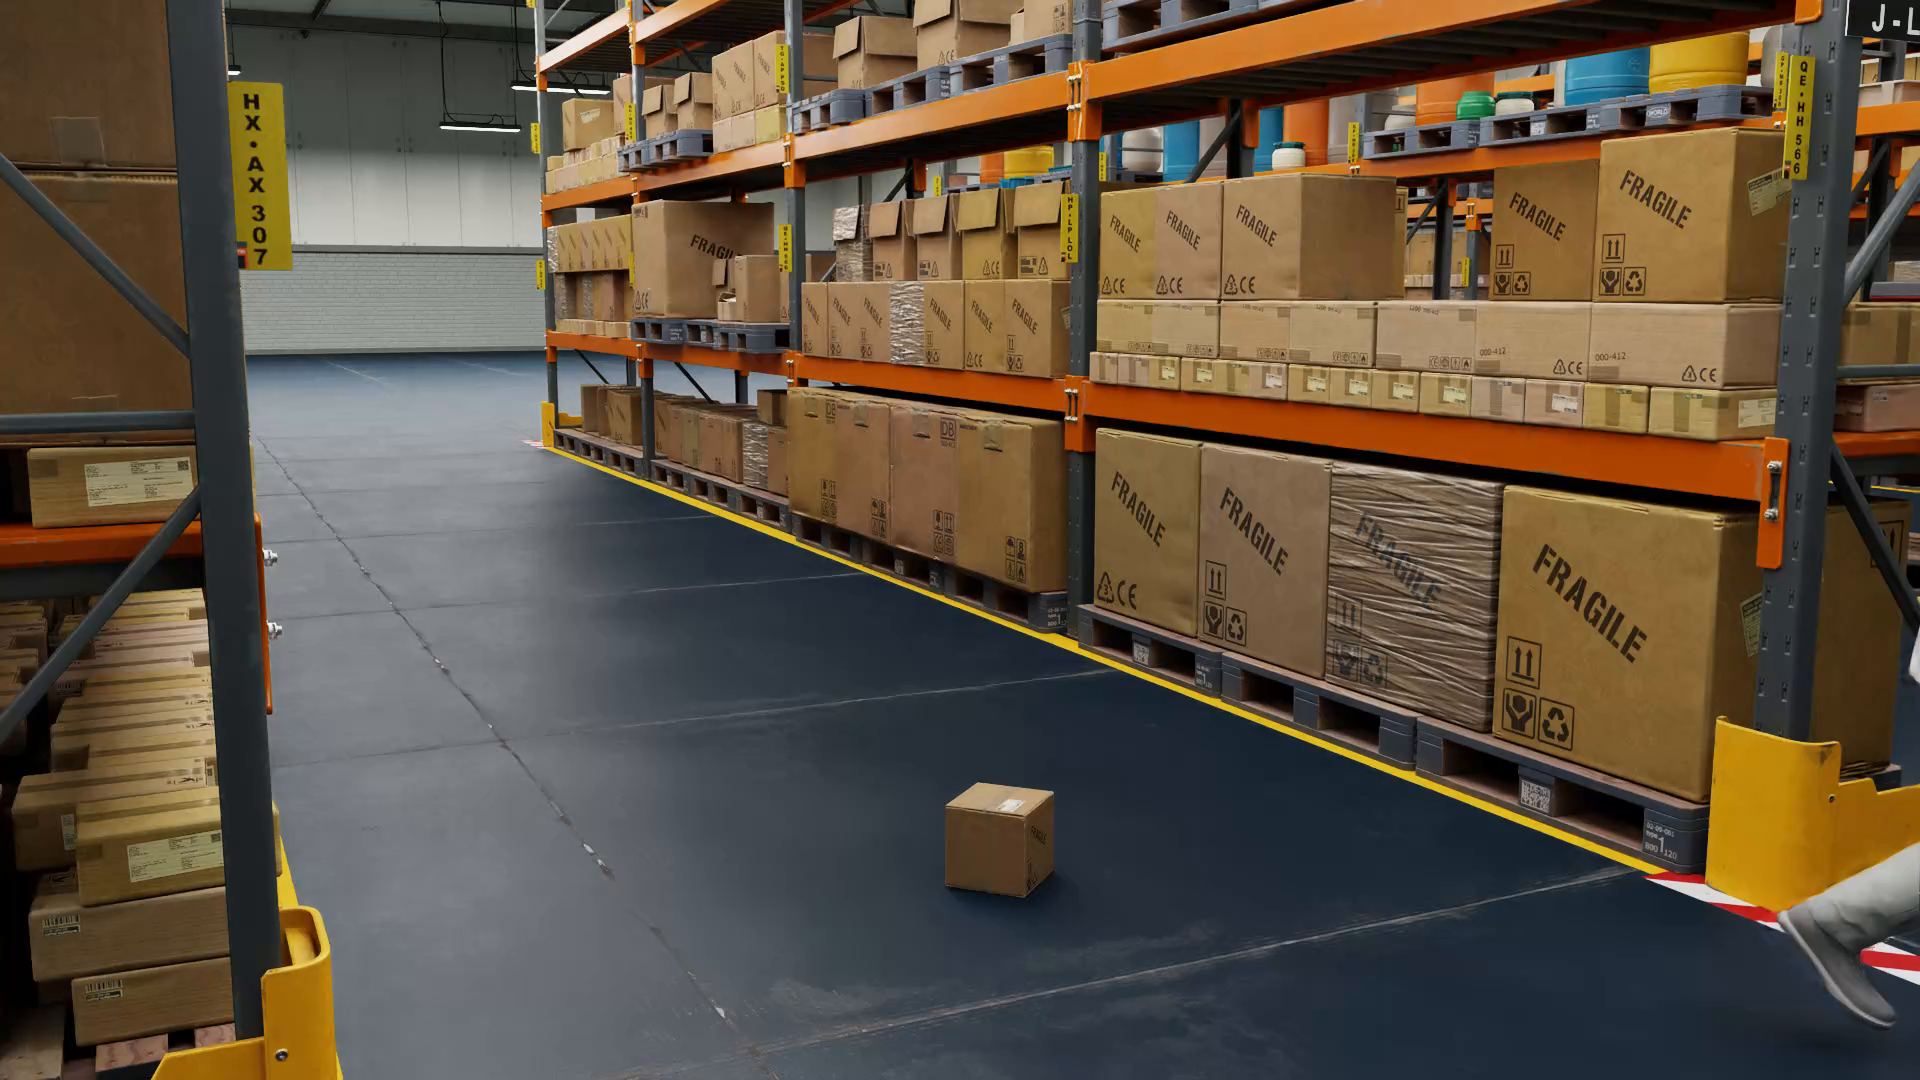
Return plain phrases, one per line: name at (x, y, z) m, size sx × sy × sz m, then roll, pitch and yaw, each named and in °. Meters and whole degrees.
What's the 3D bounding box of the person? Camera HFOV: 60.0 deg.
person at (2.239, 0.321, 3.584) m, size 0.783 × 1.726 × 0.551 m, roll 4°, pitch 9°, yaw 25°
